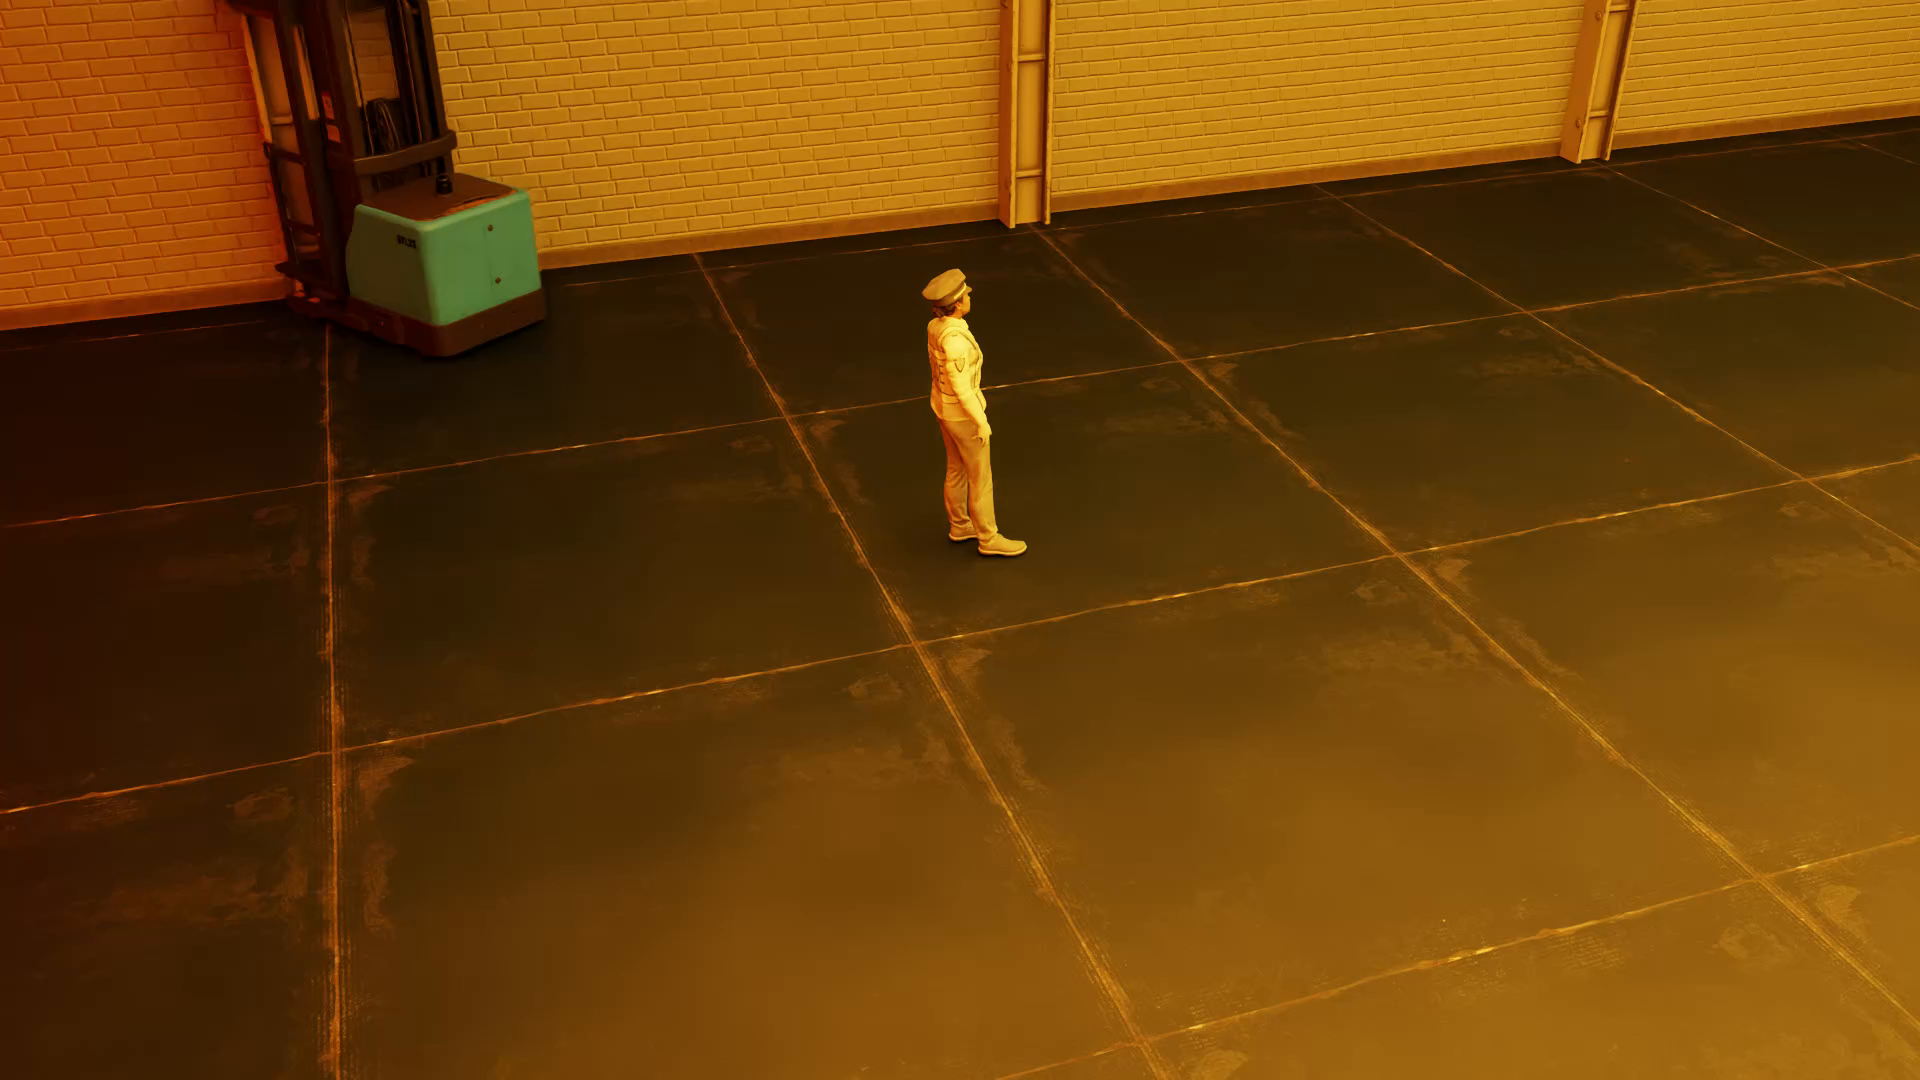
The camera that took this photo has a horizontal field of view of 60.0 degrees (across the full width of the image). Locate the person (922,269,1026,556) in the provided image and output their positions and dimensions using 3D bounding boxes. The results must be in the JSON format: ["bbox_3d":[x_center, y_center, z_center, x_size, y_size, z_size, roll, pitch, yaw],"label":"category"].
[{"bbox_3d":[0.068,-0.748,9.613,0.530,1.694,0.586,-10,31,-16],"label":"person"}]

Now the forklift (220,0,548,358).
[{"bbox_3d":[-4.685,-3.193,12.636,3.031,2.935,1.130,20,36,31],"label":"forklift"}]
